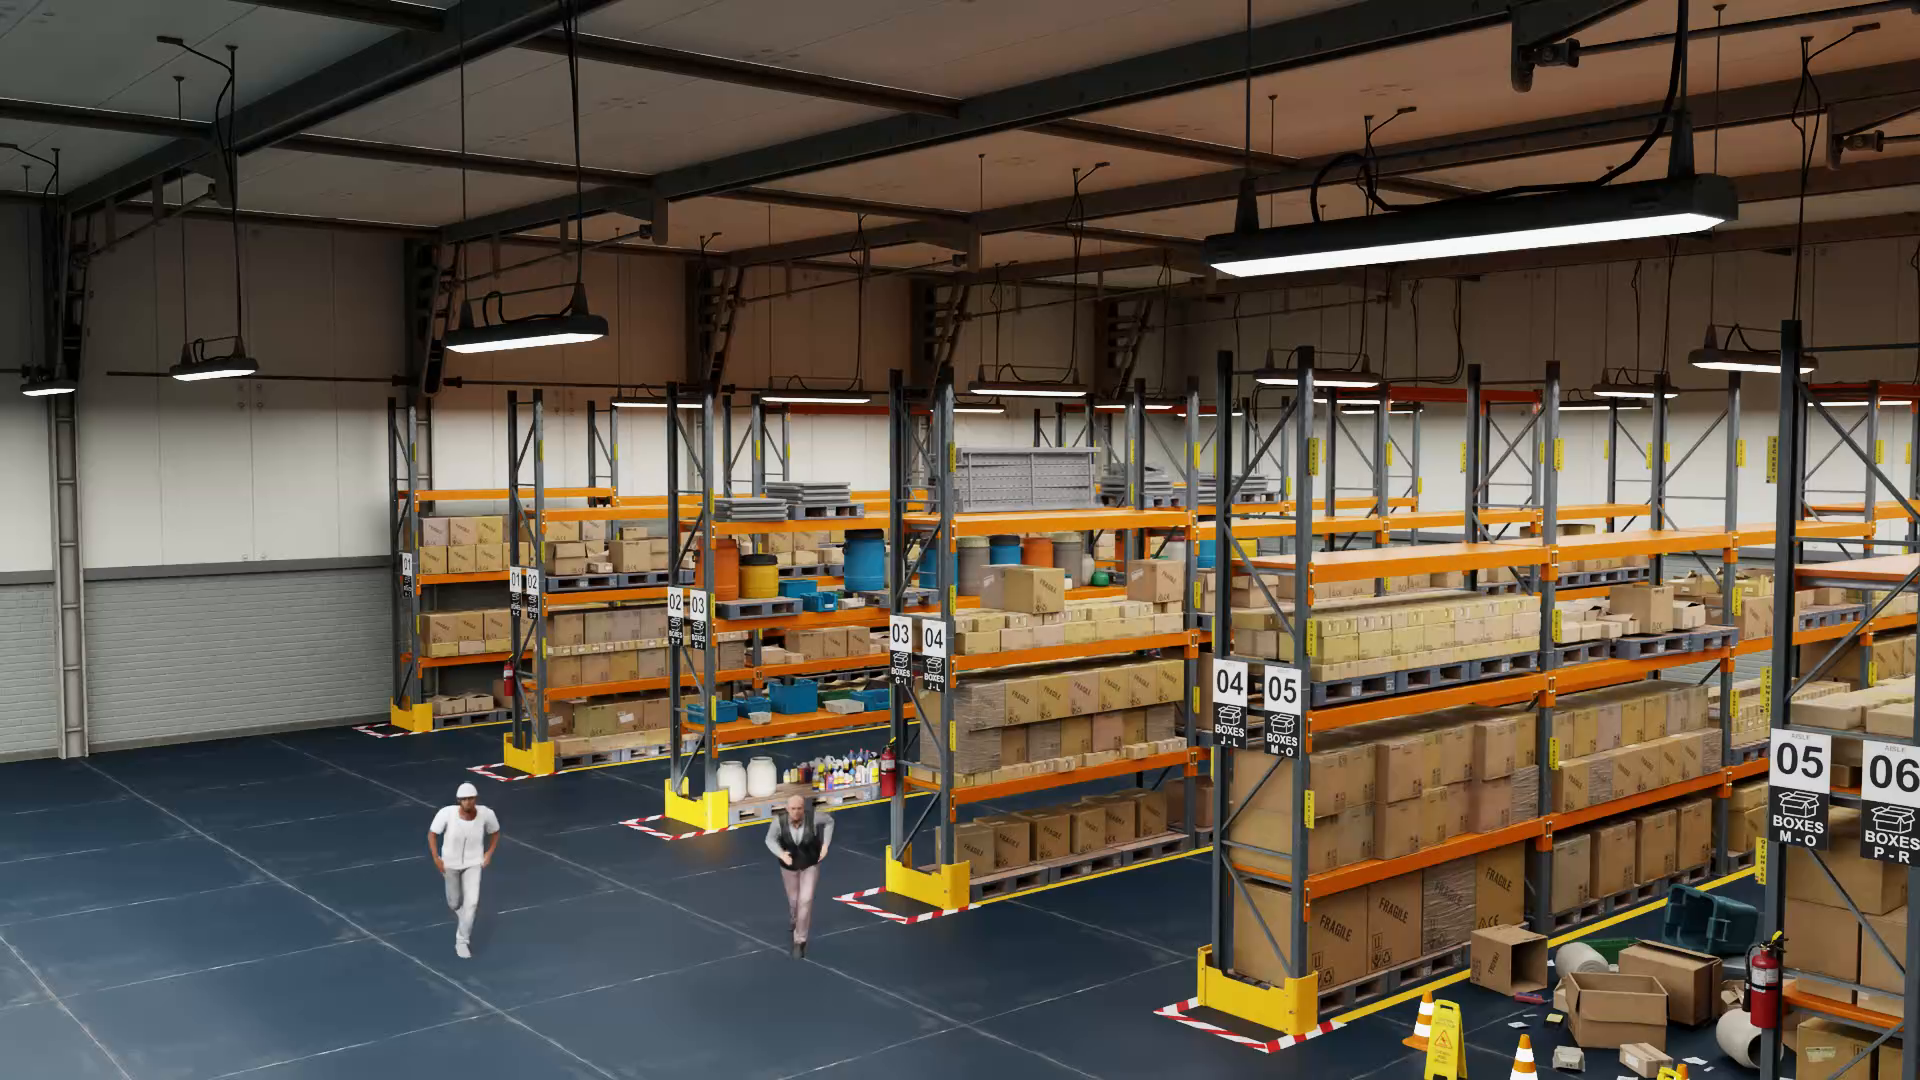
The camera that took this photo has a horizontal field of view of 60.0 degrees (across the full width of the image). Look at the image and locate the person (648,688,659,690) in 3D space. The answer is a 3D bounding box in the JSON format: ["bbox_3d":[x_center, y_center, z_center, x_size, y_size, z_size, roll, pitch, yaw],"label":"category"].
[{"bbox_3d":[-5.372,2.615,29.645,0.615,1.677,0.626,3,4,37],"label":"person"}]

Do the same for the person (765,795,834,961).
[{"bbox_3d":[-1.642,3.374,17.048,0.701,1.683,0.997,0,3,-5],"label":"person"}]

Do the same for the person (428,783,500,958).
[{"bbox_3d":[-5.076,3.330,17.049,0.709,1.744,0.834,-1,3,-17],"label":"person"}]
